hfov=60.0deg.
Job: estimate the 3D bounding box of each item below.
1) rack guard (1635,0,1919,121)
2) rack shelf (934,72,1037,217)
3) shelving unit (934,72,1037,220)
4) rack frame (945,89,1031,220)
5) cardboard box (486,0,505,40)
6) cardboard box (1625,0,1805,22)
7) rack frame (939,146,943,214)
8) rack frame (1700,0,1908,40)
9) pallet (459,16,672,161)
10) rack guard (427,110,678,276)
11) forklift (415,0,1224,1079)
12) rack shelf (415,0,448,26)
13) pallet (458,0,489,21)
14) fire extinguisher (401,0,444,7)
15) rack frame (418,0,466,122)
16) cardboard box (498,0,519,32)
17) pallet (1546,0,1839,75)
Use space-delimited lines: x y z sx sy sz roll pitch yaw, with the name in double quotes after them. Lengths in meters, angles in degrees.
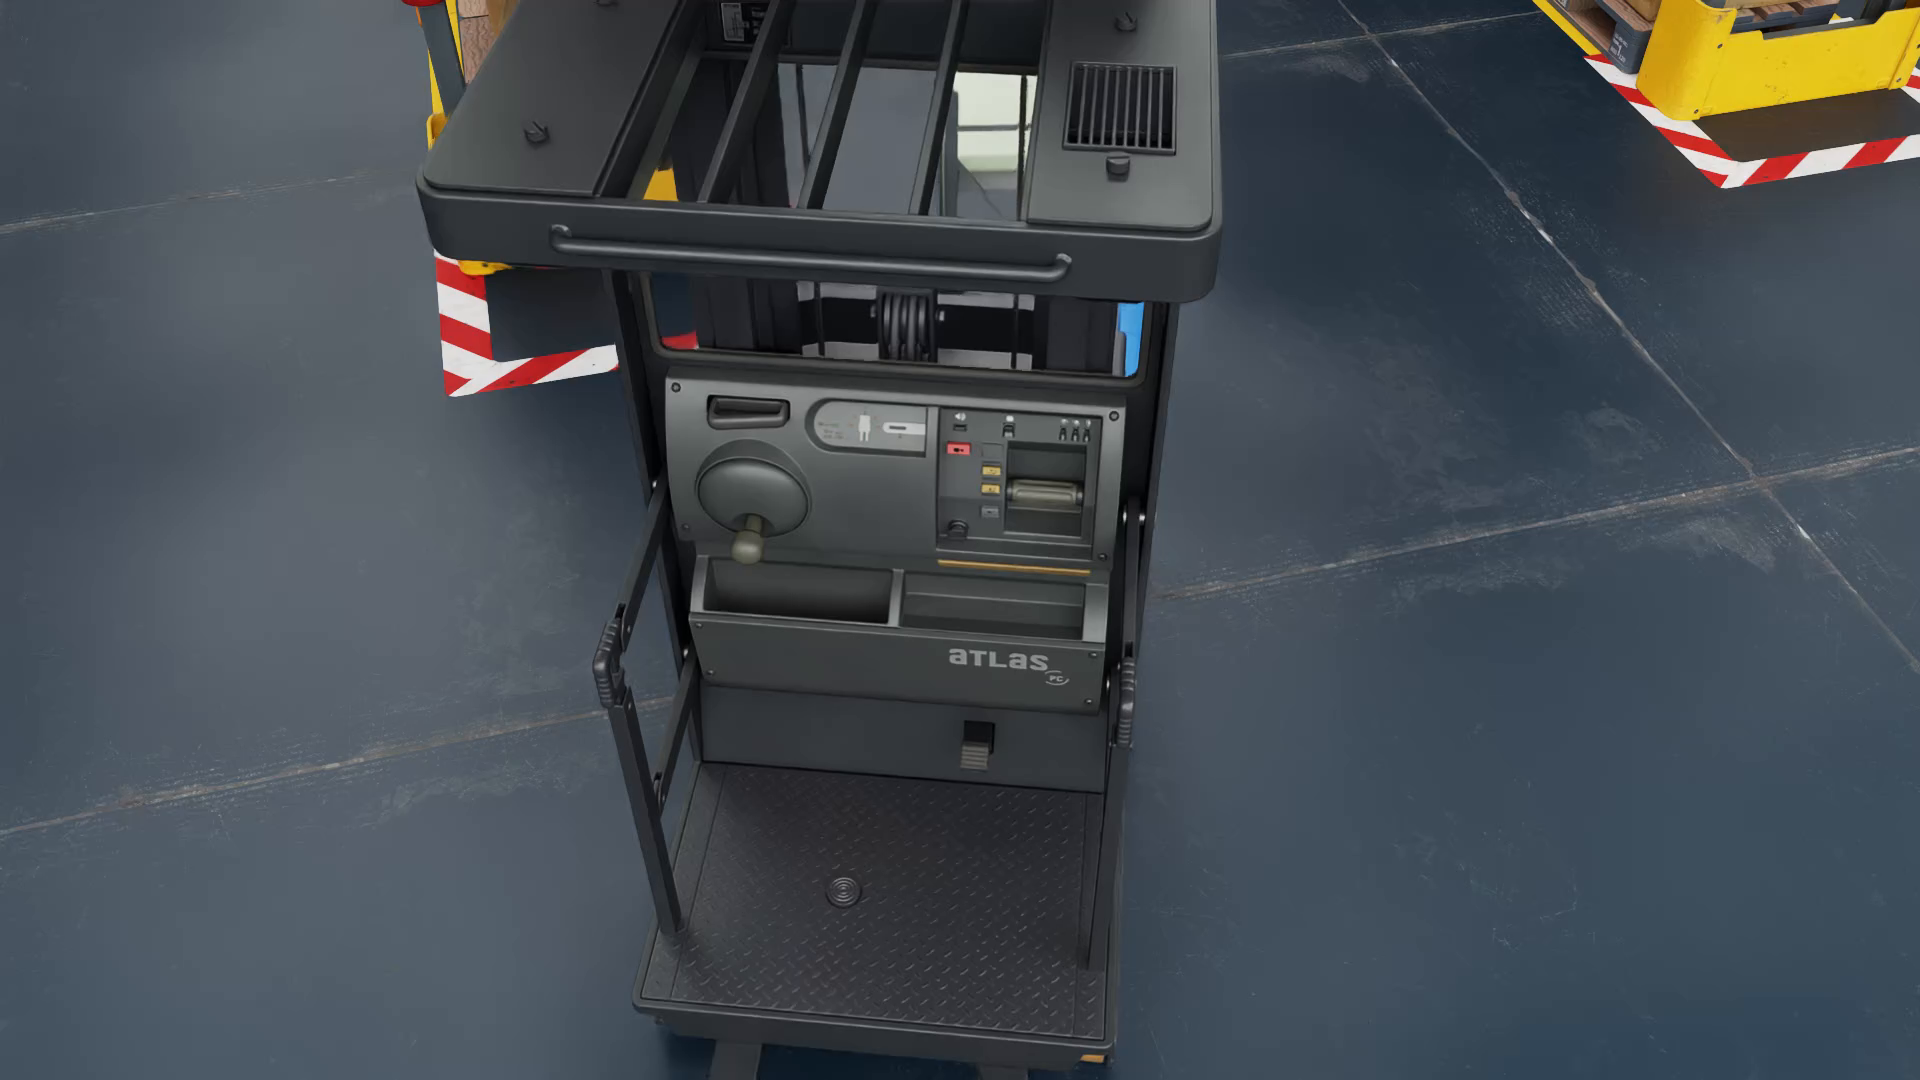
3.504 -2.147 7.004 1.175 0.500 0.348 -11 47 -10 "rack guard"
0.147 -1.167 4.798 0.431 0.370 0.720 -1 46 -1 "rack shelf"
0.147 -0.894 5.076 0.431 1.500 0.755 -1 46 -1 "shelving unit"
0.160 -0.633 4.820 0.400 1.500 0.023 -1 46 -1 "rack frame"
-1.653 -2.314 6.873 0.500 0.500 0.500 0 46 0 "cardboard box"
3.260 -2.897 7.183 0.875 0.875 0.875 -10 47 -10 "cardboard box"
0.134 -1.156 5.332 0.400 1.500 0.023 -1 46 -1 "rack frame"
3.497 -3.038 6.127 1.000 3.000 0.127 -11 47 -10 "rack frame"
-1.516 -1.845 6.910 1.003 0.211 1.213 -11 47 -10 "pallet"
-1.343 -1.379 6.251 1.175 0.500 0.348 -11 47 -10 "rack guard"
-0.155 -0.034 3.231 1.130 2.935 3.031 4 46 4 "forklift"
-1.835 -3.330 6.917 1.077 0.370 4.000 -11 47 -10 "rack shelf"
-1.825 -2.685 7.734 1.003 0.211 1.213 -11 47 -10 "pallet"
-1.739 -2.011 5.174 0.296 0.674 0.183 -11 47 -10 "fire extinguisher"
-1.323 -2.201 5.307 1.000 3.000 0.127 -11 47 -10 "rack frame"
-1.467 -1.907 6.475 0.500 0.500 0.500 -3 46 -3 "cardboard box"
3.217 -2.600 7.650 1.003 0.211 1.213 -11 47 -10 "pallet"
